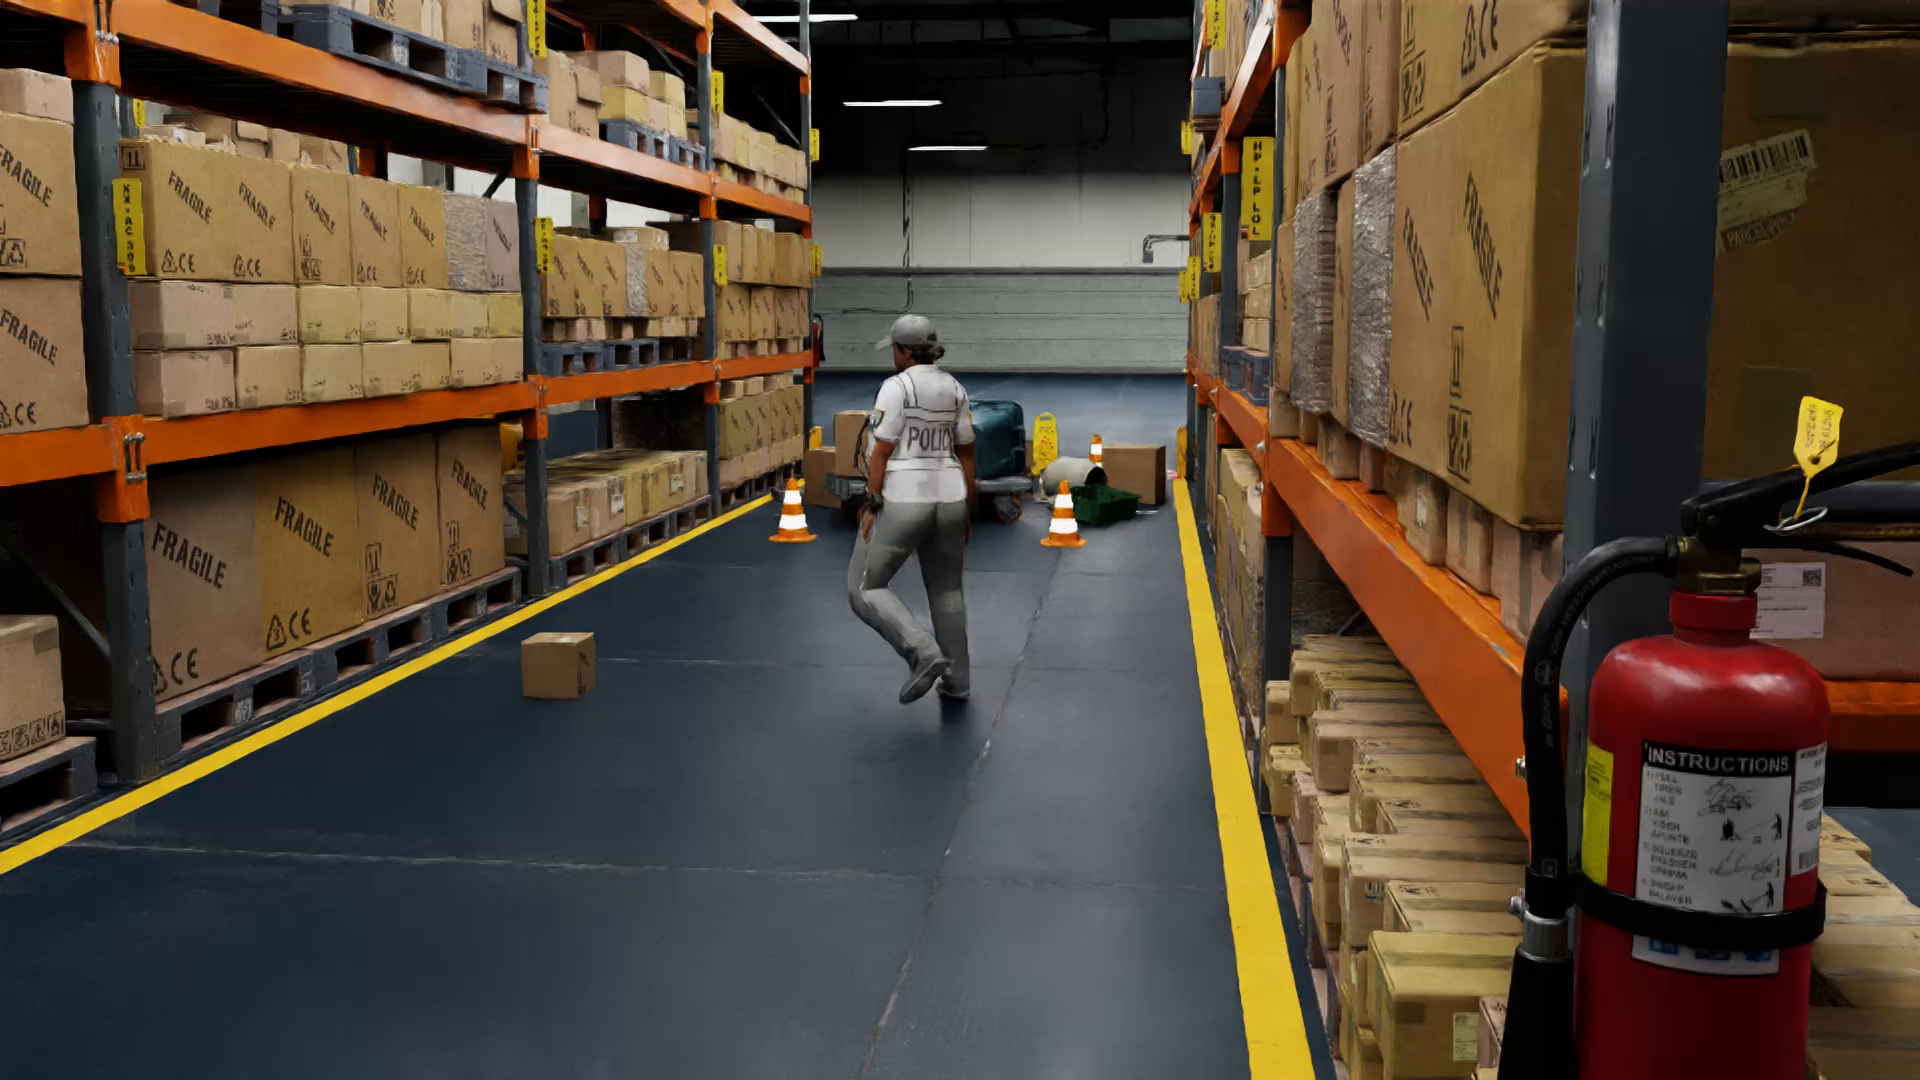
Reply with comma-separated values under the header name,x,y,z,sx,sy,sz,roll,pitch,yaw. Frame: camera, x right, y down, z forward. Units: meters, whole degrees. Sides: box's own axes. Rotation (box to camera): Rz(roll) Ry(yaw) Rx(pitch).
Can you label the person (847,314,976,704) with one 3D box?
name,x,y,z,sx,sy,sz,roll,pitch,yaw
person,-0.126,-0.117,7.036,0.596,1.661,0.477,-7,10,-41
